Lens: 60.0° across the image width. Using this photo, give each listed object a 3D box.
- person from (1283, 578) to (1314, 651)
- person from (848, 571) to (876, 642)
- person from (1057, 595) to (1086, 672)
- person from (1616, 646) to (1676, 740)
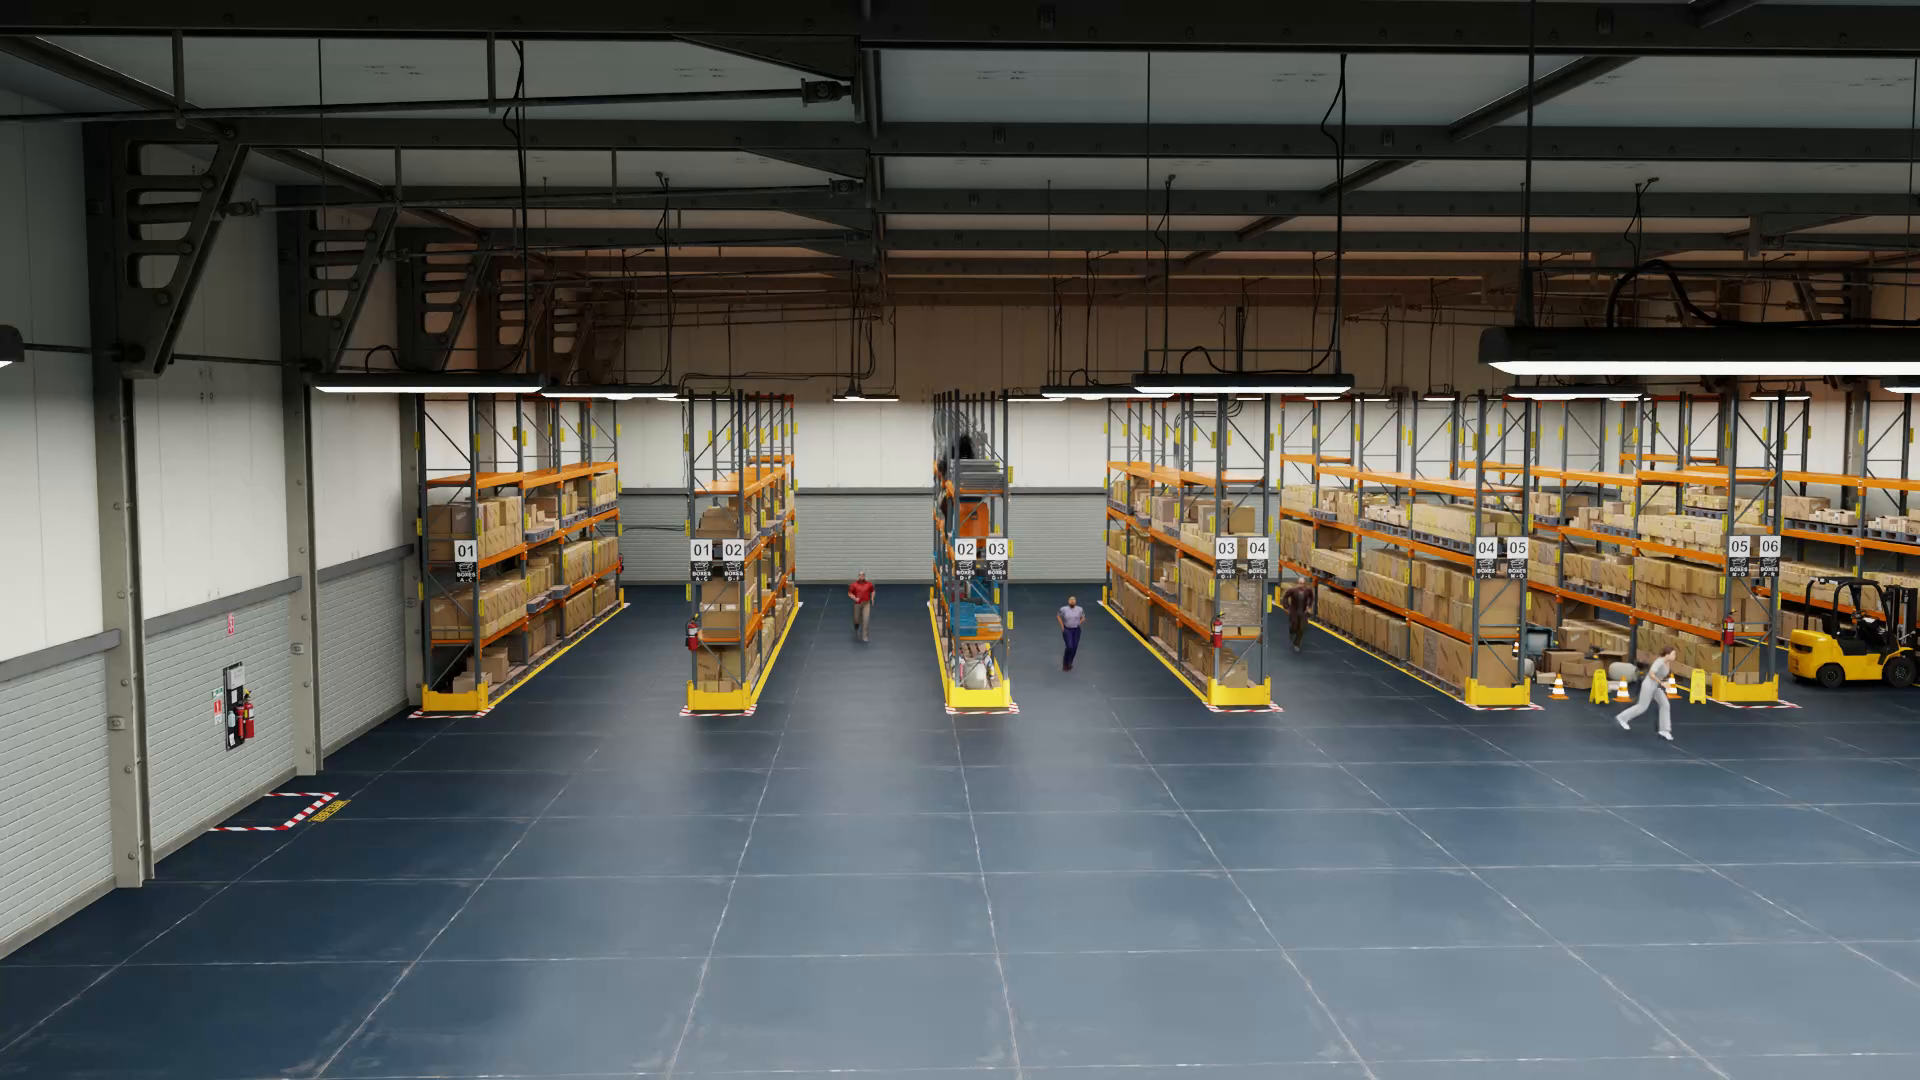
[{"bbox_3d":[7.897,1.721,38.898,0.707,1.718,0.819,-1,5,-7],"label":"person"},{"bbox_3d":[-2.368,1.593,40.299,0.674,1.682,0.782,-1,5,-10],"label":"person"},{"bbox_3d":[2.413,2.021,35.673,0.576,1.660,0.671,-1,5,-11],"label":"person"},{"bbox_3d":[11.876,2.603,28.734,1.003,1.625,0.601,4,6,38],"label":"person"}]
